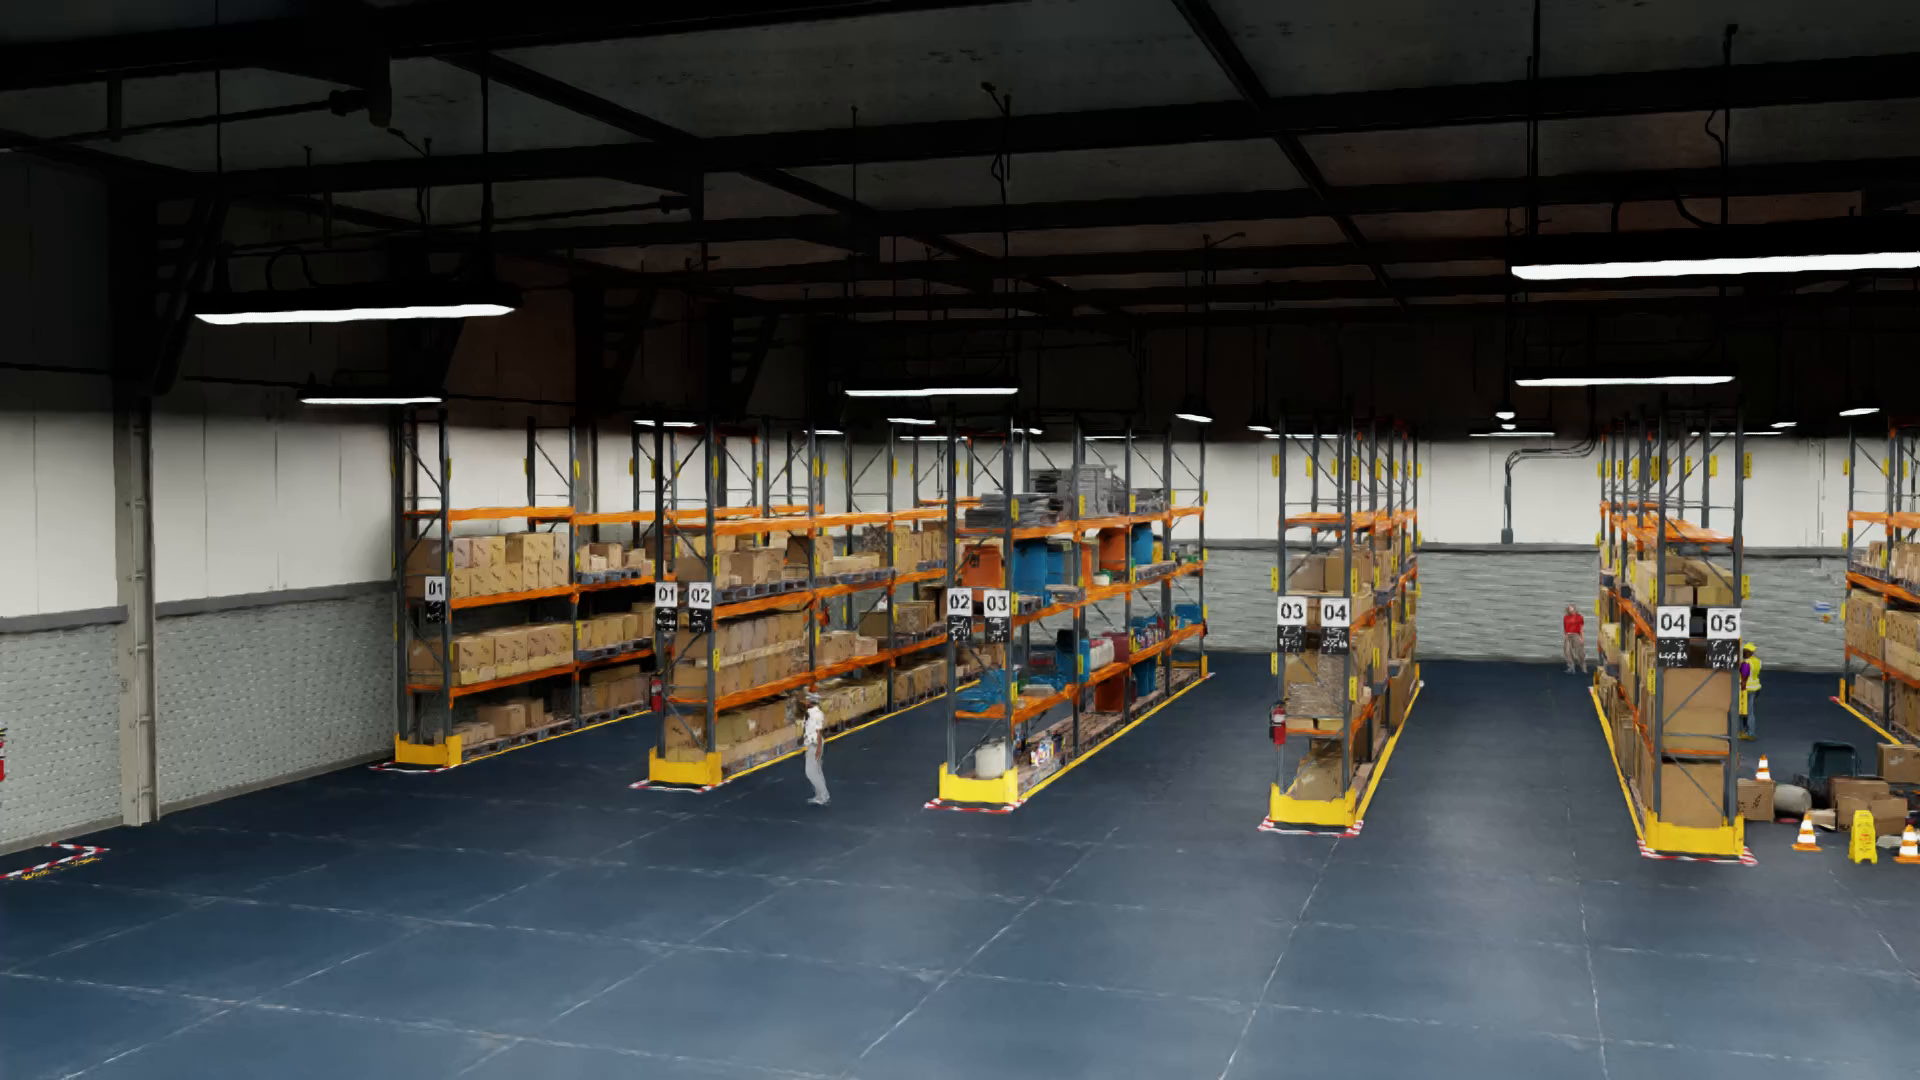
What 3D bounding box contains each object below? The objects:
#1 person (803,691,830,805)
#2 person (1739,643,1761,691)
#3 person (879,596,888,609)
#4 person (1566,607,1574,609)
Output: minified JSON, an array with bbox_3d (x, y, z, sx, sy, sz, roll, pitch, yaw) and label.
[{"bbox_3d":[-2.151,3.094,24.807,0.397,1.669,0.575,-1,3,-13],"label":"person"},{"bbox_3d":[14.591,2.348,30.760,0.587,0.892,0.349,-2,3,-42],"label":"person"},{"bbox_3d":[-2.038,2.196,46.207,0.381,1.506,0.883,1,3,17],"label":"person"},{"bbox_3d":[14.947,1.671,40.729,0.182,0.060,0.187,-2,3,-35],"label":"person"}]
